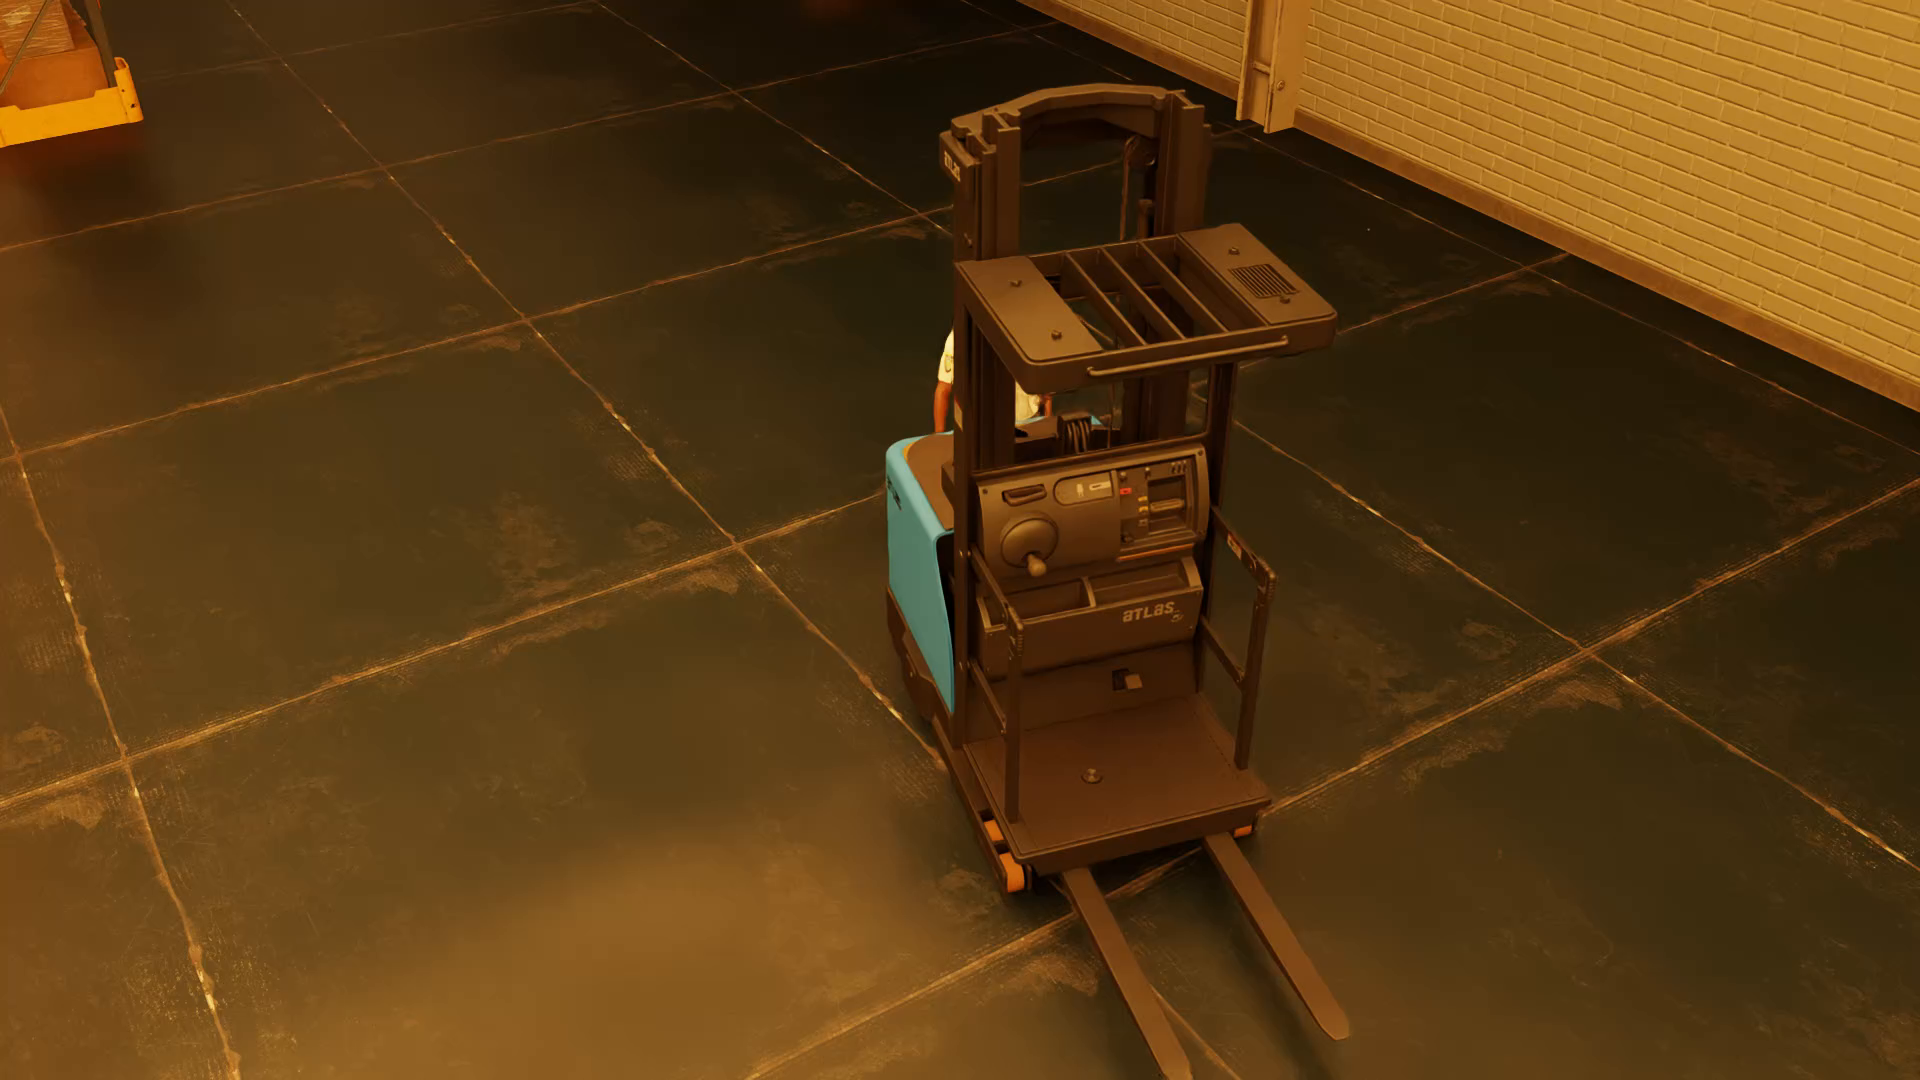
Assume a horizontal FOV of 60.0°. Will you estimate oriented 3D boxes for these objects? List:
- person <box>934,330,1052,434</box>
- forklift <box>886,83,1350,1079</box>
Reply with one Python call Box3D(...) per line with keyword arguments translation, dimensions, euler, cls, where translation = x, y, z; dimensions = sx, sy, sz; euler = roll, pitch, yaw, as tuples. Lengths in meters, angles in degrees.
Box3D(translation=(0.182, -0.528, 8.048), dimensions=(0.630, 1.604, 0.669), euler=(-8, 36, -12), cls="person")
Box3D(translation=(0.588, -0.044, 6.211), dimensions=(1.130, 2.935, 3.031), euler=(-11, 36, -15), cls="forklift")
